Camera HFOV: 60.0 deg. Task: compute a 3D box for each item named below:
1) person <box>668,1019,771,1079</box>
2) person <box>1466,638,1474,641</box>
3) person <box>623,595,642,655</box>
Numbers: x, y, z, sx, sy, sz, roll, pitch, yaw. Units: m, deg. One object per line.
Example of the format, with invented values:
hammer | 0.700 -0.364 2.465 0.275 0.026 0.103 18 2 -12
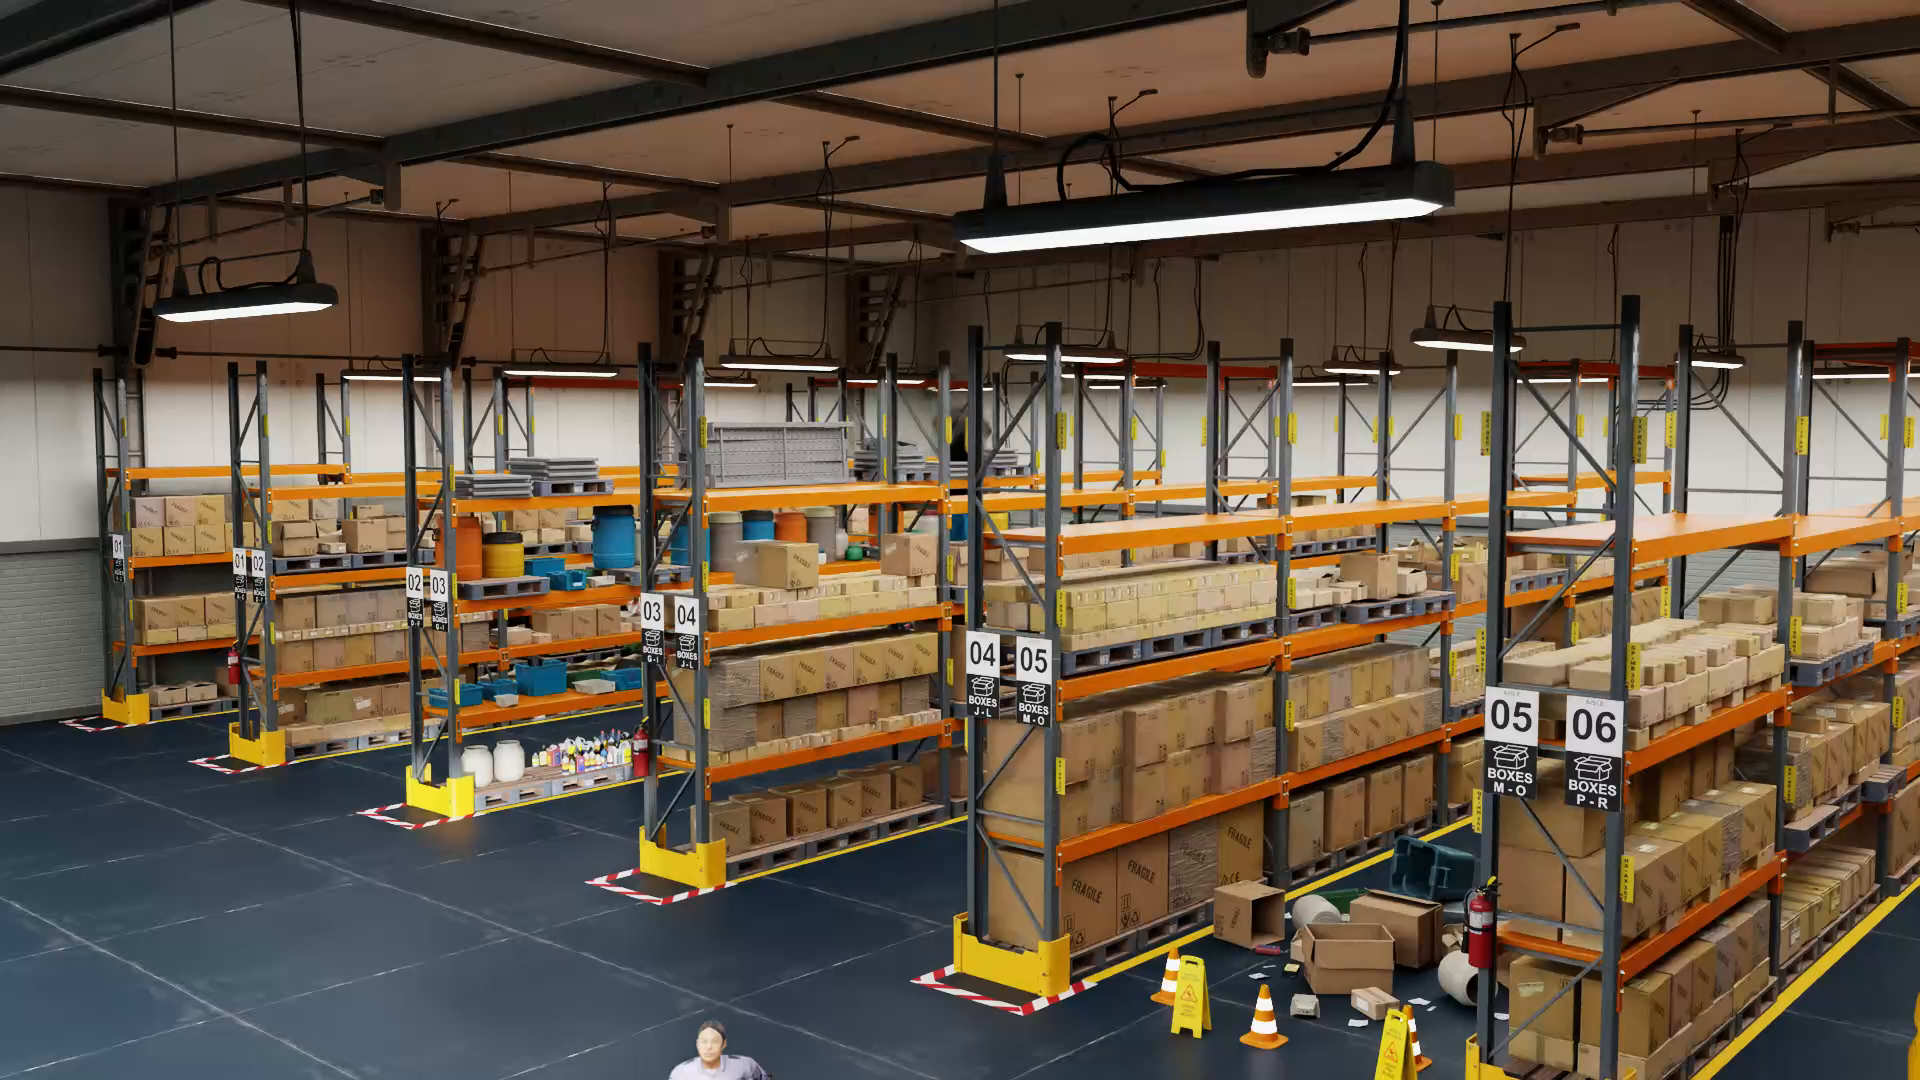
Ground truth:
person | -1.439 3.639 9.770 0.661 1.599 0.570 0 4 -2
person | 8.230 2.397 26.666 0.722 1.653 0.572 -4 6 -42
person | -6.554 1.823 33.675 0.658 1.737 0.600 2 5 30
